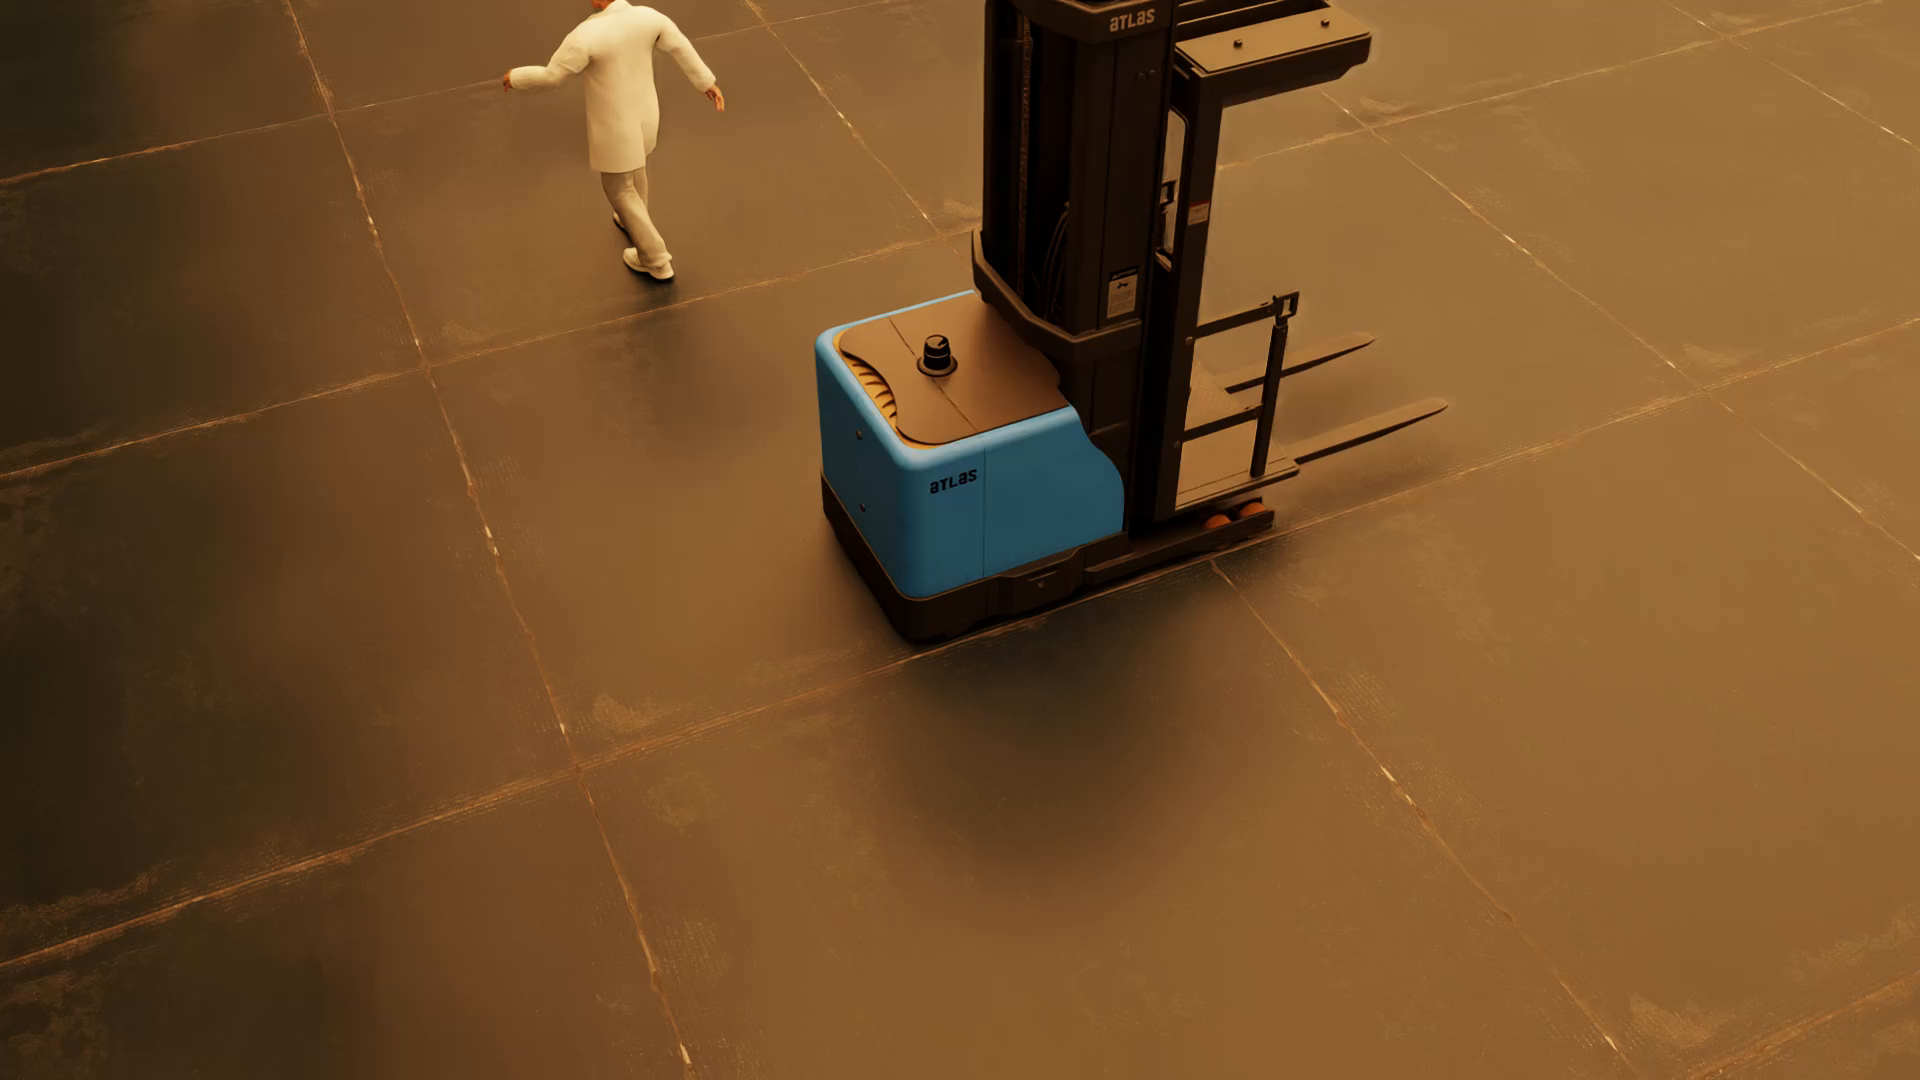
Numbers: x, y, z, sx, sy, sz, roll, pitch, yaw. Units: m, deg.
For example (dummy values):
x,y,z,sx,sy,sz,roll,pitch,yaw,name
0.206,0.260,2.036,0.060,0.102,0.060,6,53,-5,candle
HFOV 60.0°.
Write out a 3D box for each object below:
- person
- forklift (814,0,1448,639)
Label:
x,y,z,sx,sy,sz,roll,pitch,yaw,name
-1.836,-2.331,9.060,0.814,1.760,1.022,34,53,31,person
0.908,-1.332,7.108,3.031,2.935,1.130,-18,46,-19,forklift
